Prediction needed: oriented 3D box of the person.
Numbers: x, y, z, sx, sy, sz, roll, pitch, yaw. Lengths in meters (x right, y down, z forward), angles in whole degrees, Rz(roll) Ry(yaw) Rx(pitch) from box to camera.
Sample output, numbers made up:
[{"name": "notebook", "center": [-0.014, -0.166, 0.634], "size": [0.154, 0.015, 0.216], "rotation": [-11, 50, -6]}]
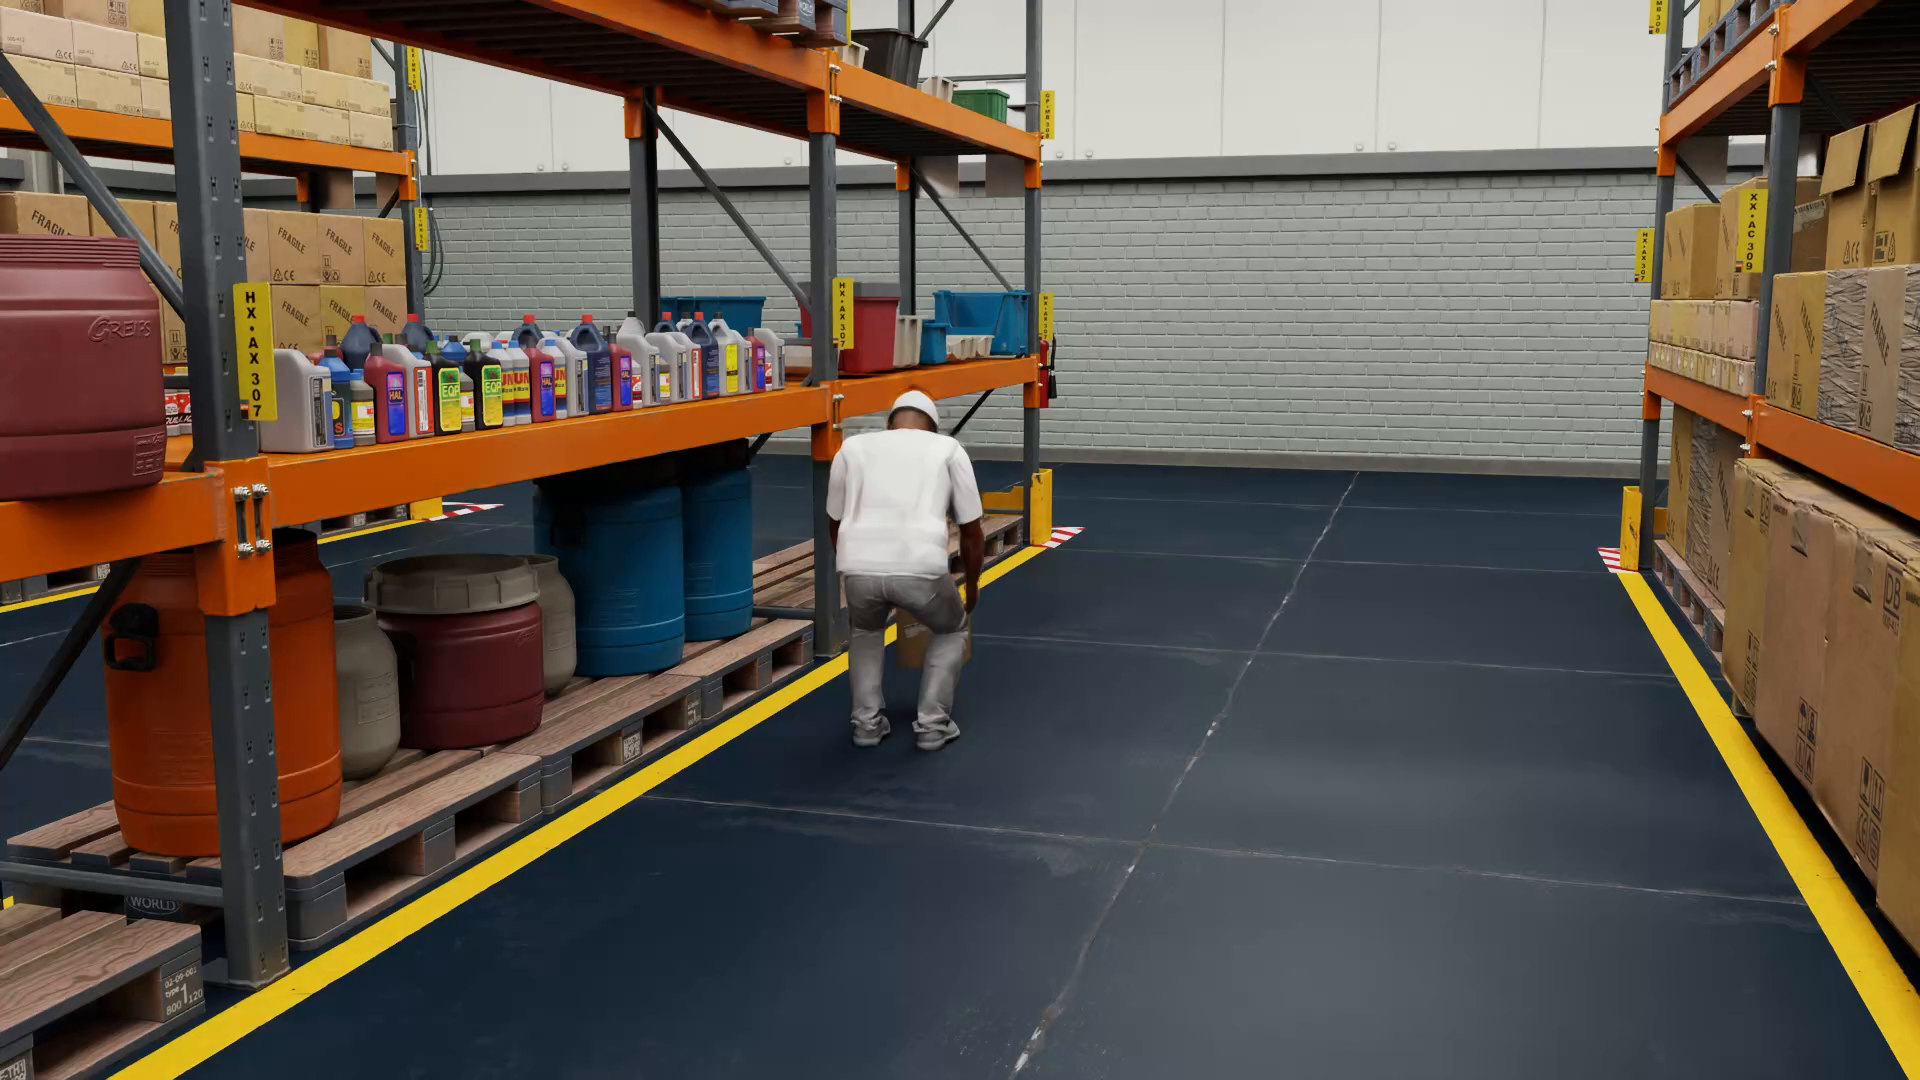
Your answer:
[{"name": "person", "center": [-0.244, 0.106, 6.488], "size": [0.631, 1.346, 0.790], "rotation": [2, 9, 14]}]
